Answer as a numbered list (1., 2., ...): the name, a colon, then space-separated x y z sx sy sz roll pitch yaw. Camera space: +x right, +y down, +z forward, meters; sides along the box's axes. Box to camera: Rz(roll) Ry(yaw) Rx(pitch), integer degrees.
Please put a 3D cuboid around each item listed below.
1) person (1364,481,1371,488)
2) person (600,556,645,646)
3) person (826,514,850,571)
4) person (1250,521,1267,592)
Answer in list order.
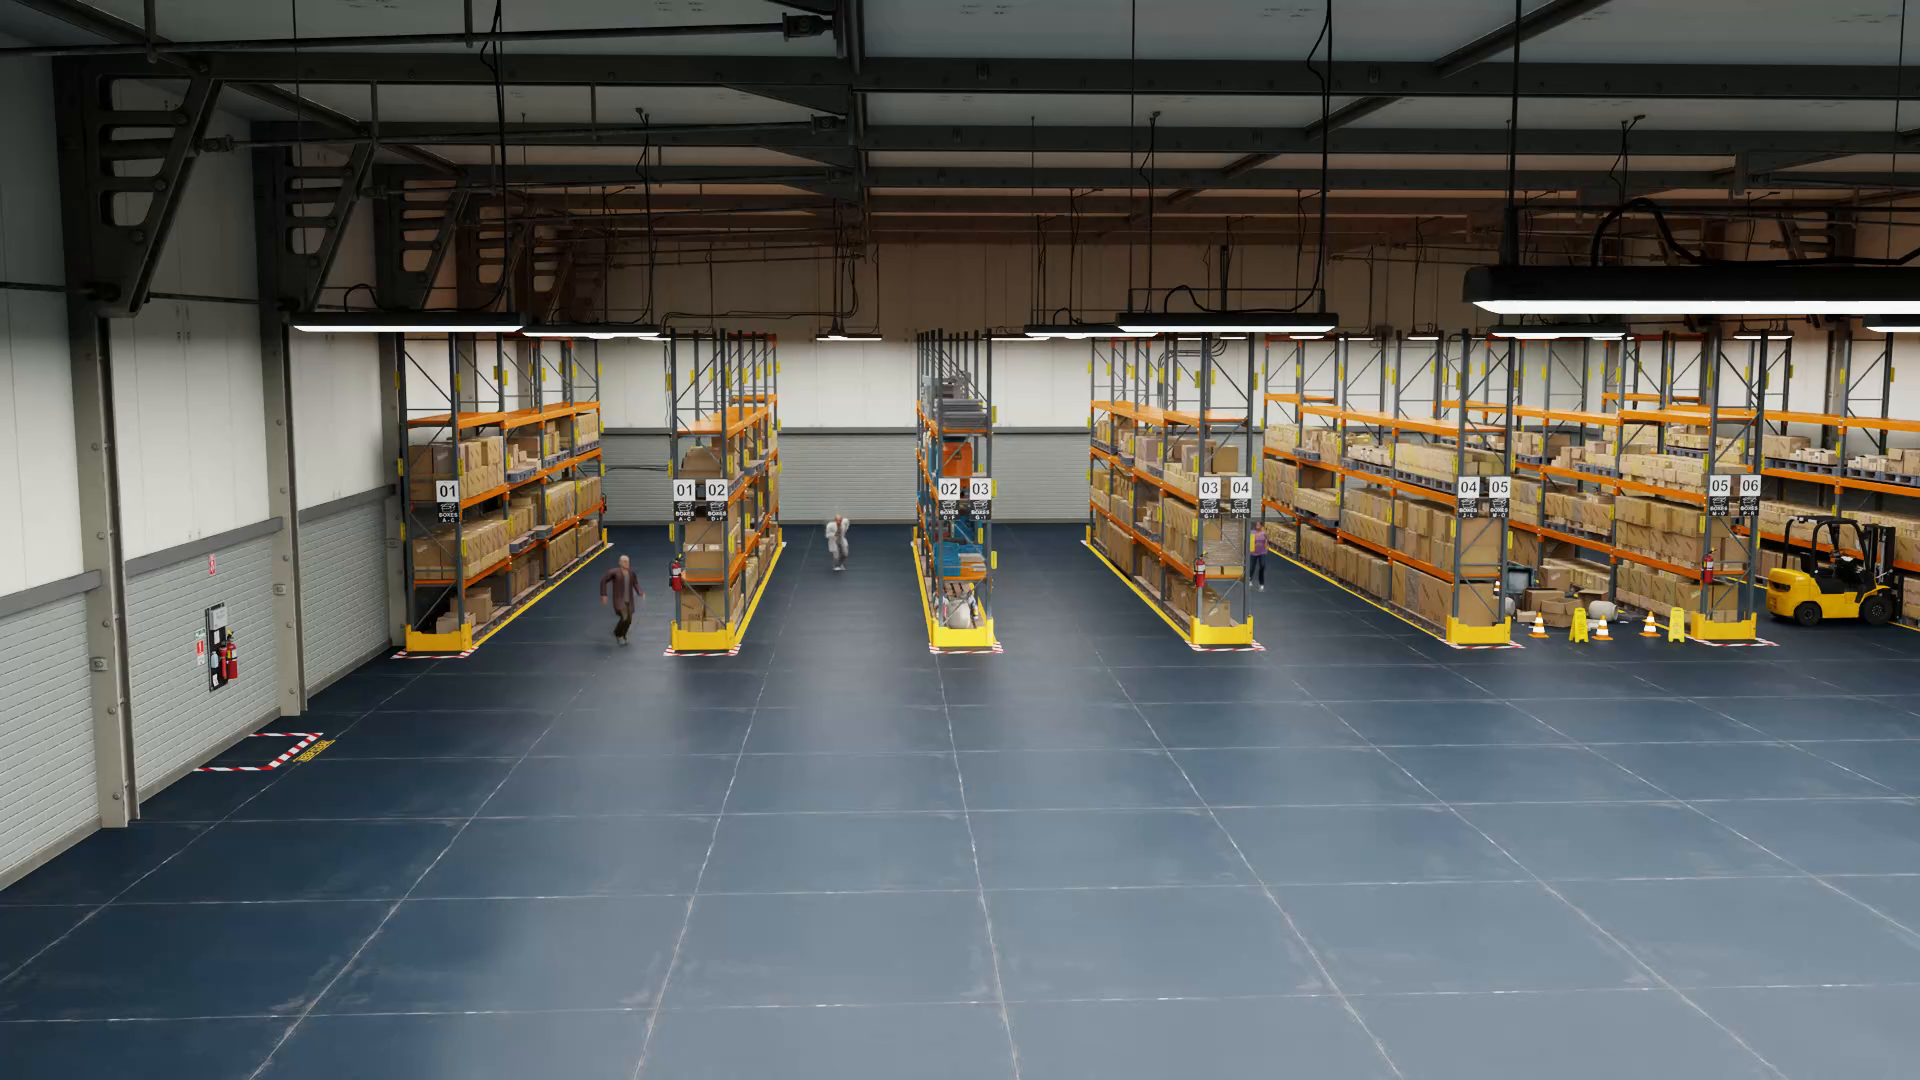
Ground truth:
1. person: 12.219 -0.960 49.748 0.829 1.619 0.615 -1 7 -9
2. person: -6.364 1.158 31.487 0.701 1.727 0.765 -6 9 -42
3. person: -3.049 0.070 41.671 0.723 1.498 1.040 -3 7 -22
4. person: 6.917 0.356 38.707 0.537 1.620 0.824 -1 7 -8
